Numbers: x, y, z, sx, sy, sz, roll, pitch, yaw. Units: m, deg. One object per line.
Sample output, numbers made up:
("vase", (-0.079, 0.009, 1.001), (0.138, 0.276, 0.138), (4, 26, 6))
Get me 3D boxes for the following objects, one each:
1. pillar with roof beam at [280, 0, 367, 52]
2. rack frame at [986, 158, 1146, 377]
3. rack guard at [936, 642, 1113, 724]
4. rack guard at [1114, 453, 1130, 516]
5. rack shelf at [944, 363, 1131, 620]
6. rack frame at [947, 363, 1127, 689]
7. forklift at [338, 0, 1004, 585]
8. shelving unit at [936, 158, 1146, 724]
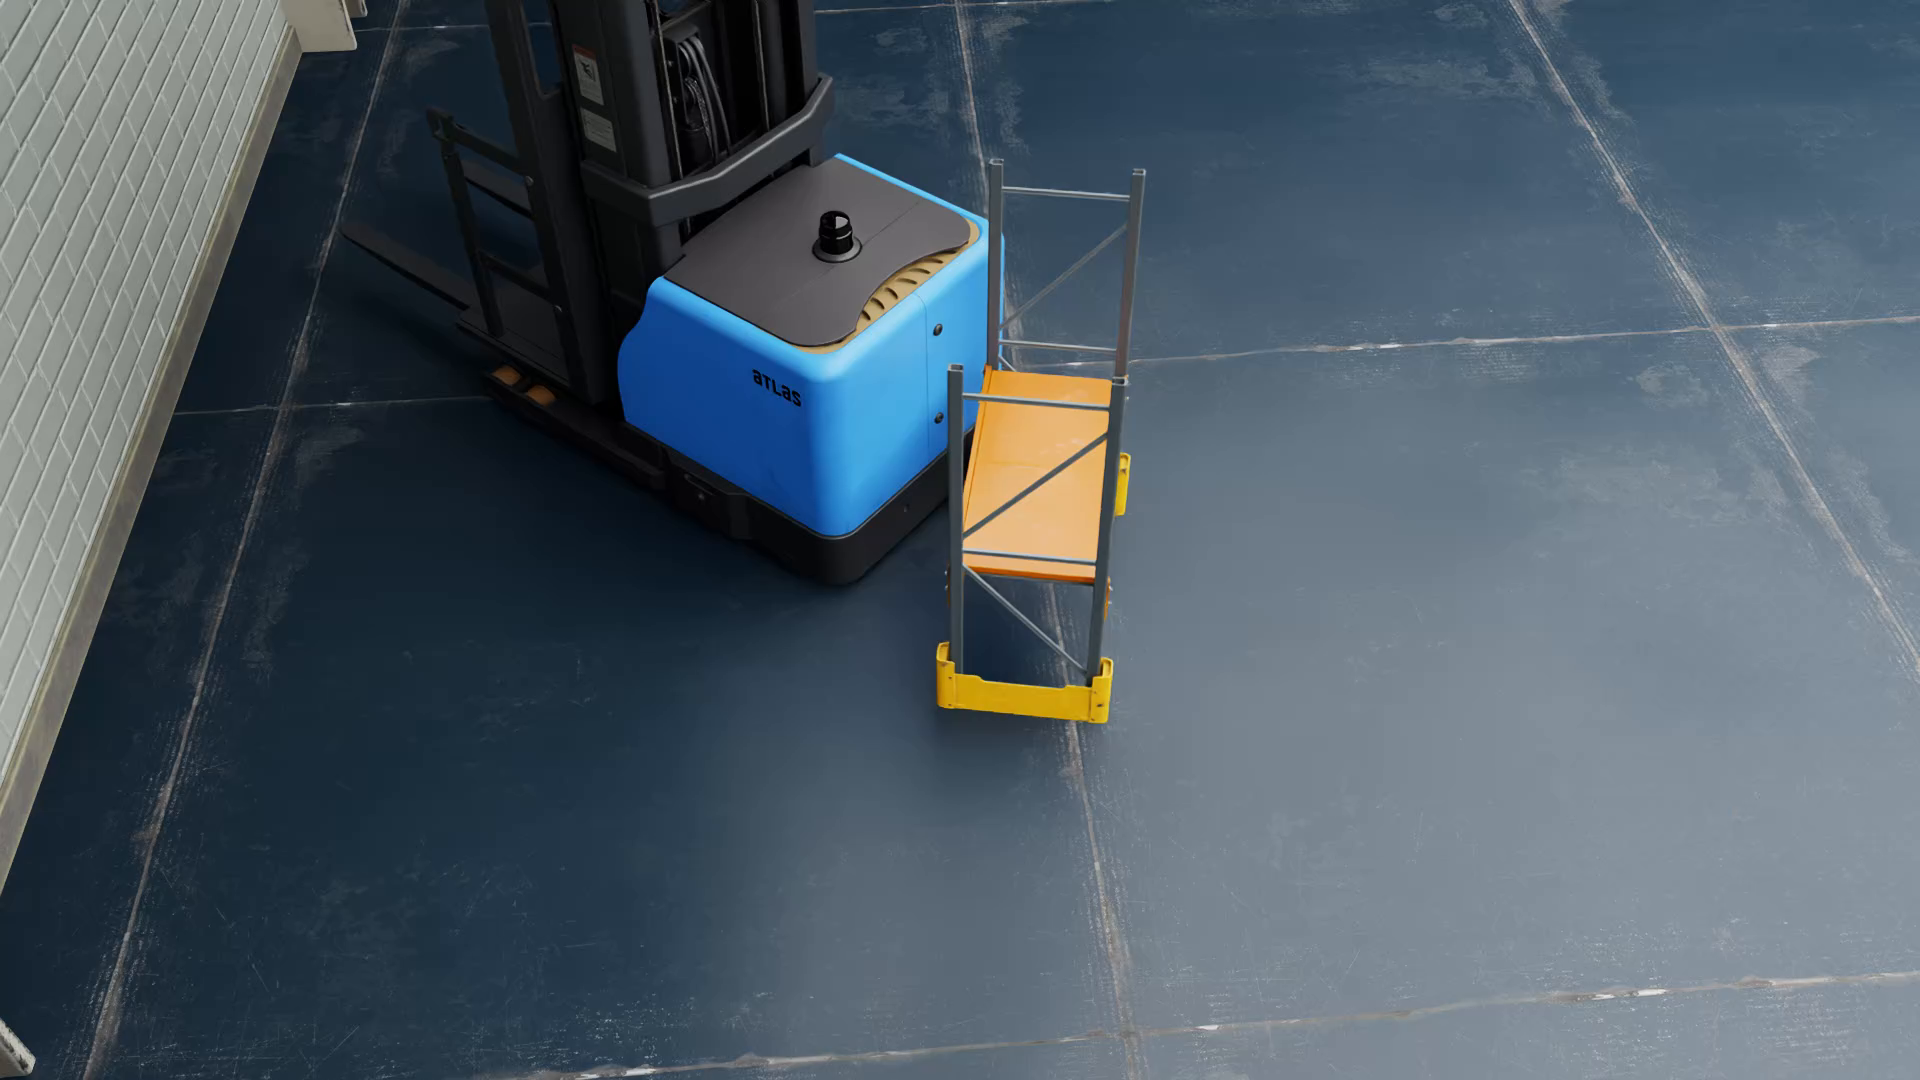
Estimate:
("pillar with roof beam", (0.967, -6.046, 5.778), (9.100, 9.000, 0.400), (-3, 47, -3))
("rack frame", (0.343, -0.677, 5.858), (0.500, 1.500, 0.032), (5, 47, 5))
("rack guard", (0.214, 0.484, 5.620), (0.587, 0.250, 0.087), (5, 47, 5))
("rack guard", (0.341, -0.233, 6.299), (0.587, 0.250, 0.087), (5, 47, 5))
("rack shelf", (0.279, -0.187, 5.642), (0.538, 0.185, 1.000), (5, 47, 5))
("rack frame", (0.214, 0.055, 5.165), (0.500, 1.500, 0.032), (5, 47, 5))
("forklift", (-1.305, -1.737, 5.877), (3.031, 2.935, 1.130), (29, 53, 25))
("shelving unit", (0.278, -0.305, 5.505), (0.587, 1.500, 1.083), (5, 47, 5))
